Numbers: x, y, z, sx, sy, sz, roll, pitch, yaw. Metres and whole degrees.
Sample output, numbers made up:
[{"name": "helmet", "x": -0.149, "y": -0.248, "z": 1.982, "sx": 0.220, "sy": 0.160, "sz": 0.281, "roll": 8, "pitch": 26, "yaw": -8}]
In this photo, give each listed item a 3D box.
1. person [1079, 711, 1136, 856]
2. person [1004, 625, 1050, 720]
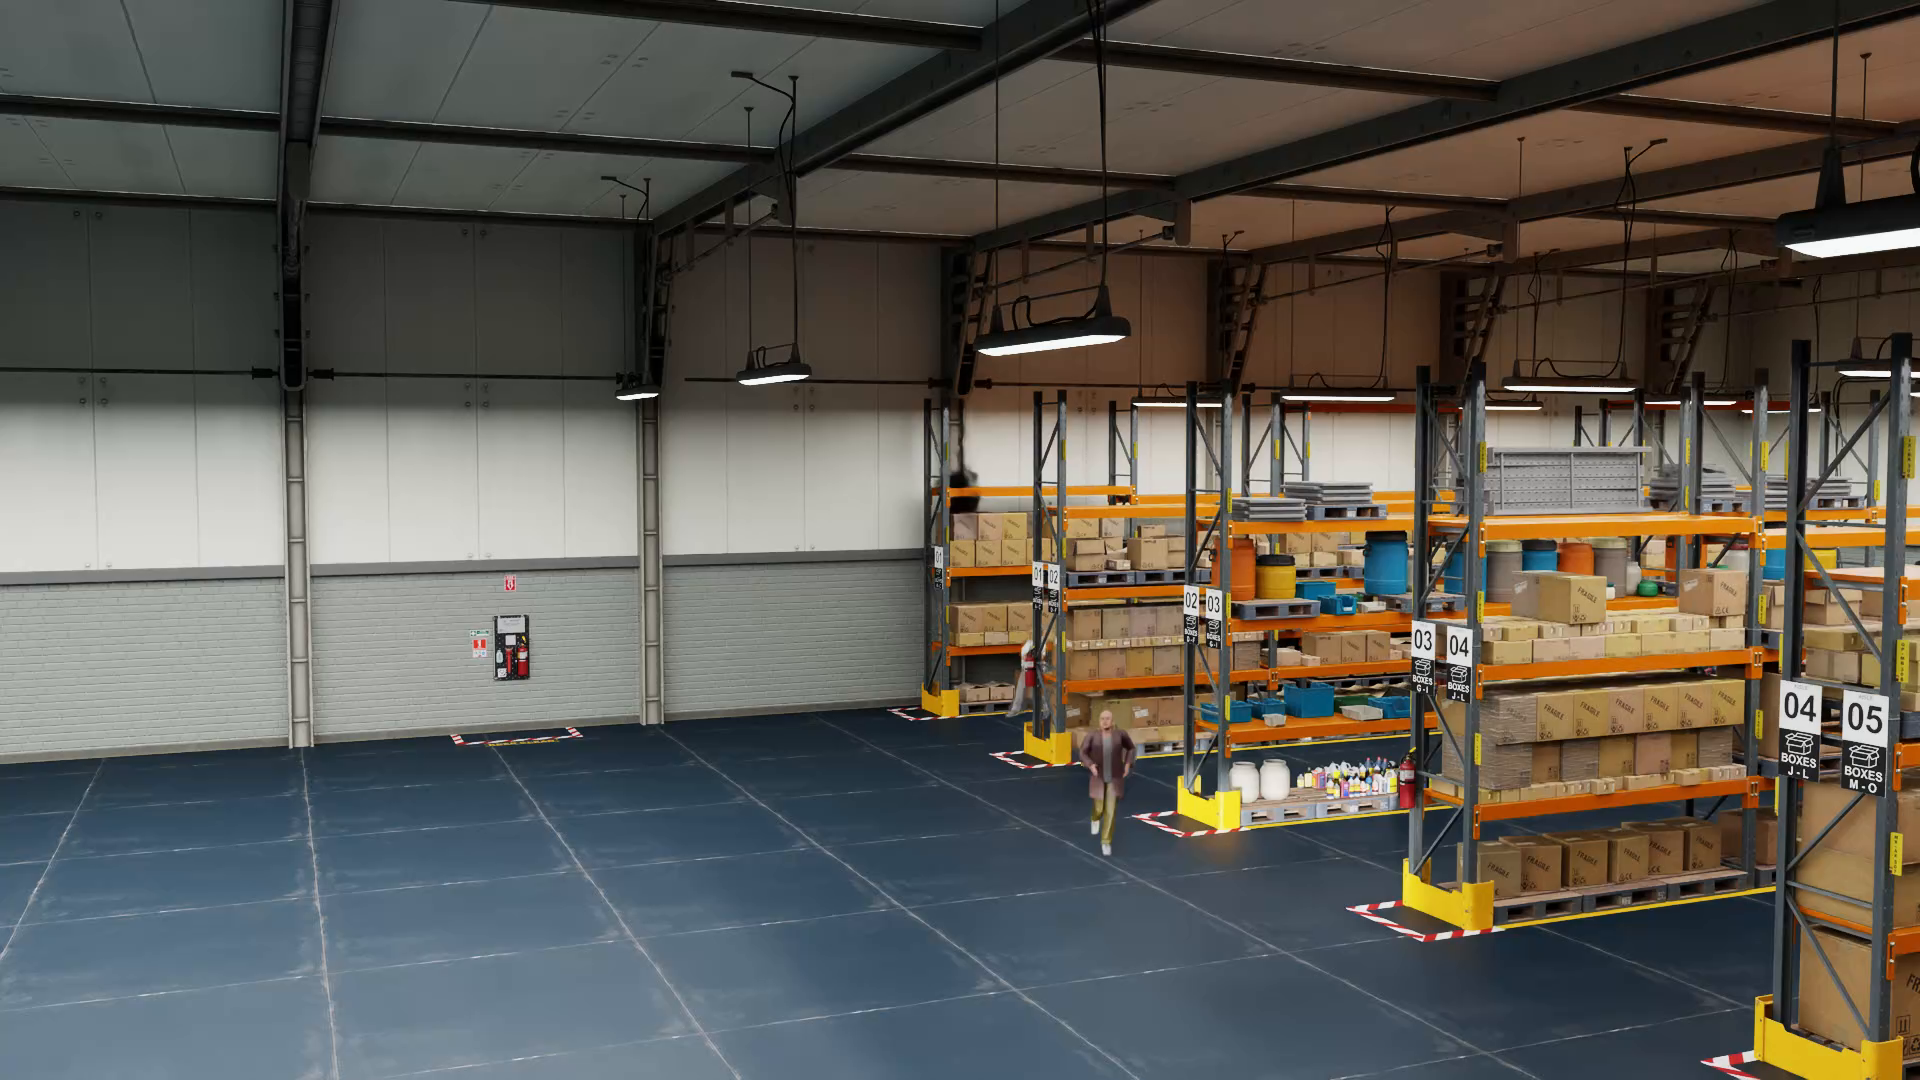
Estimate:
[{"name": "person", "x": 1.879, "y": 3.048, "z": 21.199, "sx": 0.718, "sy": 1.776, "sz": 0.927, "roll": 0, "pitch": 3, "yaw": 6}, {"name": "person", "x": 1.273, "y": 2.333, "z": 29.082, "sx": 0.927, "sy": 1.704, "sz": 0.623, "roll": -3, "pitch": 4, "yaw": -37}]
